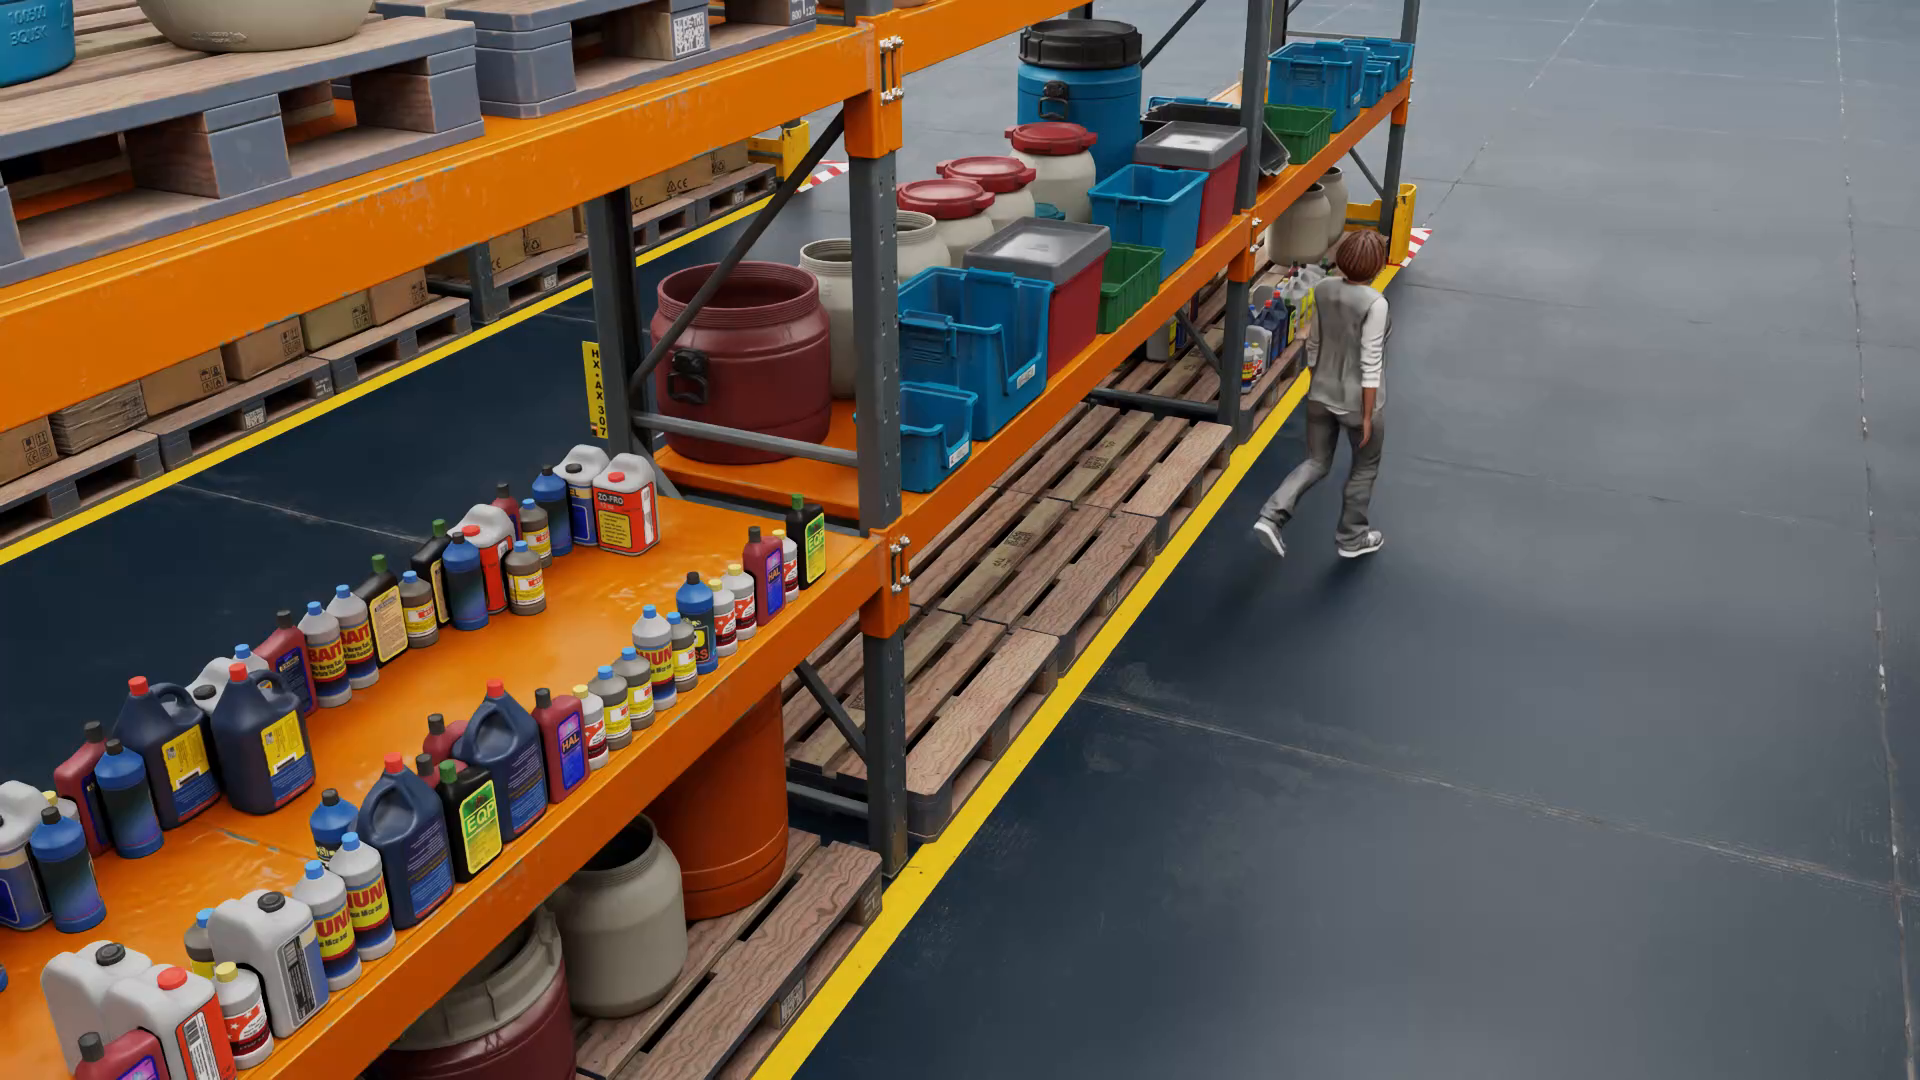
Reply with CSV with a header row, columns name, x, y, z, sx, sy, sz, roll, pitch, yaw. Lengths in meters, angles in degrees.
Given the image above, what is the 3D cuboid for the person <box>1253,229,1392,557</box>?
name,x,y,z,sx,sy,sz,roll,pitch,yaw
person,1.651,-0.607,7.358,0.765,1.571,0.433,-21,33,-36
